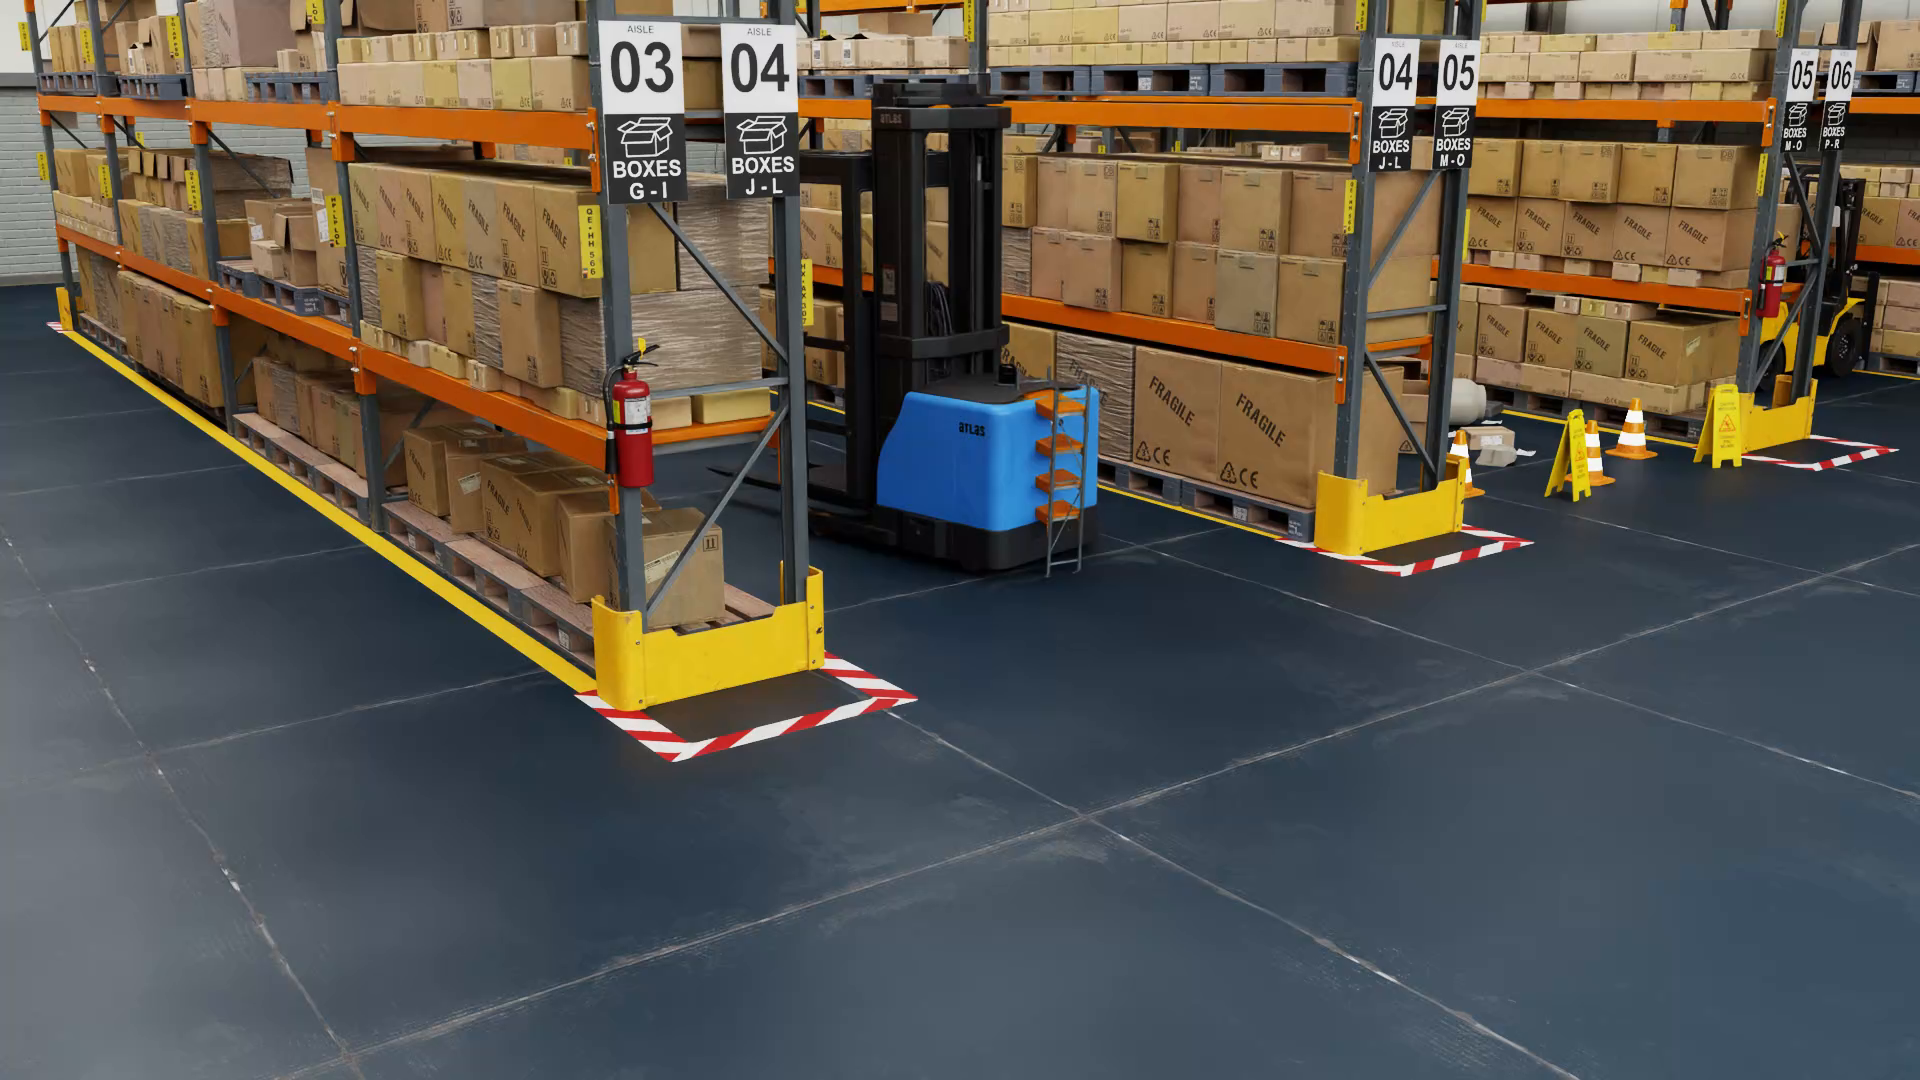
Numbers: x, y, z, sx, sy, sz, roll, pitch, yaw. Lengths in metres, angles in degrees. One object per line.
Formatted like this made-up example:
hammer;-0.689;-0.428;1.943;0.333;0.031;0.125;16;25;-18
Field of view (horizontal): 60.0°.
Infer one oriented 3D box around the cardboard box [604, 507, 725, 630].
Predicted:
cardboard box;-1.565;0.146;8.801;0.500;0.500;0.500;-7;17;-24

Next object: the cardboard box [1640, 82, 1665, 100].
cardboard box;5.972;-3.792;14.044;0.380;0.149;0.250;-11;19;-34

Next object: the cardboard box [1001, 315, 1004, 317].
cardboard box;0.071;-1.560;14.559;1.050;0.750;0.750;-11;19;-35

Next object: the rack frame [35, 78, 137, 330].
rack frame;-10.619;-4.138;20.512;1.000;3.000;0.127;-11;19;-35

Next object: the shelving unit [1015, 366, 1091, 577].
shelving unit;0.548;-0.427;10.311;0.258;1.200;0.503;-8;21;-25

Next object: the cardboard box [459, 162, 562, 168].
cardboard box;-2.781;-2.089;10.381;0.500;0.500;0.500;-11;19;-35

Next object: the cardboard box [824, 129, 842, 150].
cardboard box;-1.638;-5.736;24.266;0.500;0.500;0.500;-11;19;-34

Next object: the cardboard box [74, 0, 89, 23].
cardboard box;-9.439;-5.812;18.354;0.500;0.250;0.500;-12;19;-36

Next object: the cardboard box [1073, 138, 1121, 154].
cardboard box;1.586;-4.568;20.001;0.500;0.500;0.500;-11;19;-36

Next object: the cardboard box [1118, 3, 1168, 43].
cardboard box;1.463;-3.621;11.679;0.500;0.250;0.500;-11;19;-34

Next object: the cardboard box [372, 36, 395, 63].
cardboard box;-3.267;-2.917;9.899;0.380;0.149;0.250;-11;19;-34

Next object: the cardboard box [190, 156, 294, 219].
cardboard box;-6.332;-3.120;14.705;0.797;0.503;0.637;-10;18;-33

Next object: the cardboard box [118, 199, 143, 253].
cardboard box;-8.198;-3.195;16.878;0.500;0.500;0.500;-11;19;-34

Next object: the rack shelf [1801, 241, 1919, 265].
rack shelf;9.642;-3.111;18.123;1.077;0.370;4.000;-11;19;-35

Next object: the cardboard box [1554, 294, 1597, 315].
cardboard box;5.554;-2.120;14.902;0.380;0.149;0.250;-10;18;-32

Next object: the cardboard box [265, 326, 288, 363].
cardboard box;-5.497;-1.659;13.938;0.500;0.250;0.500;-10;18;-32

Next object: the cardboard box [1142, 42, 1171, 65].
cardboard box;1.495;-3.390;11.589;0.380;0.149;0.250;-11;19;-34

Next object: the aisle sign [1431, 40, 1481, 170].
aisle sign;3.145;-2.755;10.535;0.394;0.787;0.004;-11;19;-35

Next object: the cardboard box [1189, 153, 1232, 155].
cardboard box;2.906;-4.199;19.189;0.500;0.500;0.500;-11;19;-35

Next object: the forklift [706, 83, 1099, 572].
forklift;-0.523;-1.525;11.095;3.031;2.935;1.130;14;20;41

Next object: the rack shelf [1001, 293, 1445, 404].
rack shelf;1.685;-1.550;12.419;1.077;0.370;4.000;-11;19;-35

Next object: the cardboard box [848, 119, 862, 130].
cardboard box;-1.390;-5.964;23.874;0.380;0.149;0.250;-11;19;-36

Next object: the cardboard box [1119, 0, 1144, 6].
cardboard box;1.342;-3.829;11.684;0.380;0.149;0.250;-11;19;-35

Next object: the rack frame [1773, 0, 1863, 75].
rack frame;6.805;-5.153;12.858;1.000;3.000;0.127;-11;19;-35

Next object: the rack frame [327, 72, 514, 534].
rack frame;-3.563;-1.575;11.150;1.000;3.000;0.127;-11;19;-35

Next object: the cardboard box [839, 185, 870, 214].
cardboard box;-0.685;-3.285;15.312;0.700;0.500;0.500;-11;19;-35

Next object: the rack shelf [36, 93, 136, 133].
rack shelf;-9.443;-4.811;18.651;1.077;0.370;4.000;-11;19;-35

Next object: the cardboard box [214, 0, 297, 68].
cardboard box;-5.250;-3.810;12.497;0.500;0.500;0.500;-12;19;-36

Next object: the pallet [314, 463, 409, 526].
pallet;-4.022;-0.396;12.125;1.003;0.211;1.213;-11;19;-35

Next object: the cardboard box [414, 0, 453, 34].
cardboard box;-3.092;-3.399;10.429;0.500;0.500;0.500;-12;19;-36

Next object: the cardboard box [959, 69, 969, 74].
cardboard box;0.210;-6.034;21.405;0.380;0.166;0.250;-12;20;-38

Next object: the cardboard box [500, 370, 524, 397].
cardboard box;-2.294;-0.893;9.134;0.380;0.149;0.250;-11;19;-35

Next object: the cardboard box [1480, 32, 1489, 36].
cardboard box;6.720;-6.200;21.191;0.700;0.500;0.500;-11;19;-36

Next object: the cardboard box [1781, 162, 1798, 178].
cardboard box;9.040;-4.058;18.240;0.380;0.149;0.250;-11;19;-35

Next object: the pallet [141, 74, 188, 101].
pallet;-6.336;-3.915;14.372;1.213;0.211;1.003;-10;18;-32

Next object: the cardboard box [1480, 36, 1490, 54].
cardboard box;4.832;-4.537;15.254;0.380;0.149;0.250;-11;19;-35

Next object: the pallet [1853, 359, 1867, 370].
pallet;9.621;-2.103;18.359;1.003;0.211;1.213;-11;19;-35

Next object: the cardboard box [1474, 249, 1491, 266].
cardboard box;5.050;-2.667;15.615;0.380;0.149;0.250;-11;19;-35

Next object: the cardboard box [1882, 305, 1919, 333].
cardboard box;9.993;-2.312;17.309;0.500;0.250;0.500;-11;19;-35

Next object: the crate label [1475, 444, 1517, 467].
crate label;4.298;-0.684;13.315;0.298;0.136;0.250;7;17;23

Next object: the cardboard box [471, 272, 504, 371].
cardboard box;-2.162;-1.236;9.158;0.875;0.500;0.500;-11;19;-35

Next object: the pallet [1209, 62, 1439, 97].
pallet;2.416;-3.030;10.952;1.003;0.211;1.213;-11;19;-35

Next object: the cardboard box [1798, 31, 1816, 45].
cardboard box;6.761;-4.077;13.574;0.380;0.149;0.250;-11;19;-35

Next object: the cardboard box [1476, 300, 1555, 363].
cardboard box;5.209;-1.960;15.549;0.500;0.500;0.500;-10;18;-32

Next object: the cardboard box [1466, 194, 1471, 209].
cardboard box;4.800;-3.065;15.838;0.500;0.500;0.500;-11;19;-35

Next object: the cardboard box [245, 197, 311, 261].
cardboard box;-5.565;-2.571;13.804;0.500;0.500;0.500;-14;21;-41

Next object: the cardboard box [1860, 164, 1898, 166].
cardboard box;9.907;-3.975;17.935;0.380;0.149;0.250;-11;19;-34

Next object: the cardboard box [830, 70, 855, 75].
cardboard box;-1.539;-6.968;23.997;0.500;0.500;0.500;-10;18;-34

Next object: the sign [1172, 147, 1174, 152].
sign;2.535;-4.574;20.064;0.100;0.325;0.005;-11;19;-35

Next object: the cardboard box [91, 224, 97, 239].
cardboard box;-9.316;-3.397;18.280;0.380;0.149;0.250;-10;18;-34

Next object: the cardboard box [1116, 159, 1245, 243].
cardboard box;1.639;-2.485;12.143;0.875;0.550;0.500;-11;19;-35

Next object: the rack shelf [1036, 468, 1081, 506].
rack shelf;0.547;-0.364;10.334;0.258;0.148;0.480;-8;21;-25

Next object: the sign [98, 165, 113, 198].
sign;-8.715;-3.653;16.951;0.100;0.325;0.005;-11;19;-35

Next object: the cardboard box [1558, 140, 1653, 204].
cardboard box;5.653;-3.211;14.478;0.700;0.500;0.500;-11;19;-35

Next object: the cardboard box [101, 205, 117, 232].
cardboard box;-8.739;-3.408;17.568;0.500;0.250;0.500;-11;19;-36
